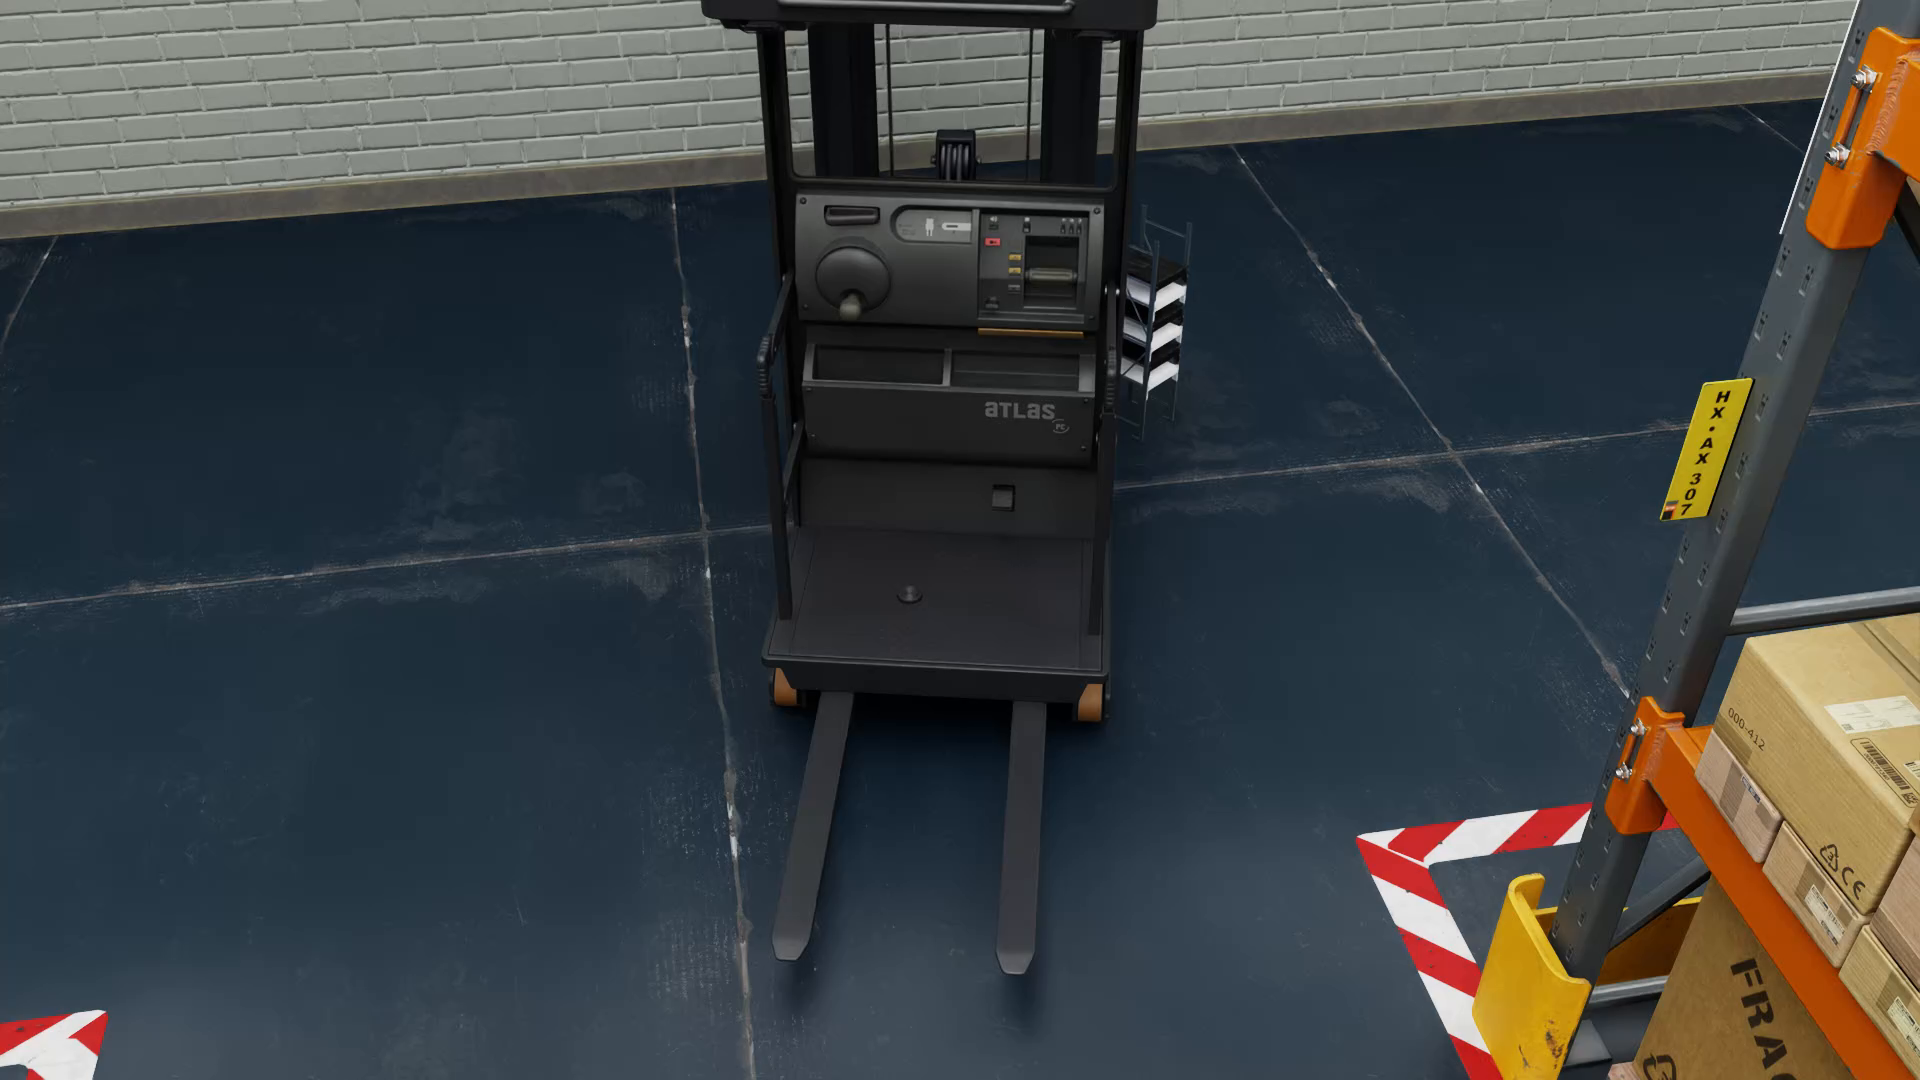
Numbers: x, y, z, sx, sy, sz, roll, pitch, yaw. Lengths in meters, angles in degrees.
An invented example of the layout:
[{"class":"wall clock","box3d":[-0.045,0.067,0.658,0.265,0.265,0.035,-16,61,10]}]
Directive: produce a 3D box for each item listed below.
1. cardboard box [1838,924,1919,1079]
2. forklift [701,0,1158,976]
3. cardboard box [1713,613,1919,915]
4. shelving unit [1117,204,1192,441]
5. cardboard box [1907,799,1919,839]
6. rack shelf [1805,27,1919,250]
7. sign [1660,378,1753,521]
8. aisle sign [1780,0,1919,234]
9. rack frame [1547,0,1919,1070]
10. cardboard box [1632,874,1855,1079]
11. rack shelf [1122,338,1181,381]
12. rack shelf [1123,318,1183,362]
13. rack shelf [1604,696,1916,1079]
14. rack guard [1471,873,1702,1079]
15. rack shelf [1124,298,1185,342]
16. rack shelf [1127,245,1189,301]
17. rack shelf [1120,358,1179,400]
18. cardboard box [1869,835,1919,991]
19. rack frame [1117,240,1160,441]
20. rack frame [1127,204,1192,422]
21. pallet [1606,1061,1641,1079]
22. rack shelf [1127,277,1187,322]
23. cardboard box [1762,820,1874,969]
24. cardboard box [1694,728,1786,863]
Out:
[{"class":"cardboard box","box3d":[1.836,0.802,2.977,0.380,0.149,0.250,-7,38,-9]},{"class":"forklift","box3d":[-0.047,-0.772,4.854,1.130,2.935,3.031,3,38,3]},{"class":"cardboard box","box3d":[1.825,0.405,3.164,0.500,0.250,0.500,-7,38,-9]},{"class":"shelving unit","box3d":[0.725,-0.853,6.614,0.258,0.900,0.210,30,47,33]},{"class":"cardboard box","box3d":[1.913,0.410,2.545,0.500,0.500,0.500,-7,38,-9]},{"class":"rack shelf","box3d":[2.358,0.451,1.365,1.077,0.370,4.000,-6,38,-8]},{"class":"sign","box3d":[1.459,-0.173,3.258,0.100,0.325,0.005,-6,38,-8]},{"class":"aisle sign","box3d":[1.699,-0.894,2.837,0.394,0.787,0.004,-6,38,-8]},{"class":"rack frame","box3d":[2.007,0.144,3.620,1.000,3.000,0.127,-6,38,-8]},{"class":"cardboard box","box3d":[2.198,1.195,3.656,0.875,0.875,0.875,-6,38,-8]},{"class":"rack shelf","box3d":[0.725,-0.755,6.689,0.258,0.077,0.200,30,47,33]},{"class":"rack shelf","box3d":[0.725,-0.827,6.634,0.258,0.077,0.200,30,47,33]},{"class":"rack shelf","box3d":[2.358,1.636,2.286,1.077,0.370,4.000,-6,38,-8]},{"class":"rack guard","box3d":[2.003,1.117,4.405,1.175,0.500,0.348,-6,38,-8]},{"class":"rack shelf","box3d":[0.726,-0.898,6.579,0.258,0.077,0.200,30,47,33]},{"class":"rack shelf","box3d":[0.726,-1.040,6.469,0.258,0.077,0.200,30,47,33]},{"class":"rack shelf","box3d":[0.725,-0.684,6.744,0.258,0.077,0.200,30,47,33]},{"class":"cardboard box","box3d":[1.923,0.718,2.761,0.500,0.250,0.500,-7,38,-9]},{"class":"rack frame","box3d":[0.656,-0.808,6.555,0.240,0.900,0.006,30,47,33]},{"class":"rack frame","box3d":[0.795,-0.898,6.673,0.240,0.900,0.006,30,47,33]},{"class":"pallet","box3d":[2.224,1.720,3.865,1.003,0.211,1.213,-6,38,-8]},{"class":"rack shelf","box3d":[0.726,-0.969,6.524,0.258,0.077,0.200,30,47,33]},{"class":"cardboard box","box3d":[1.791,0.648,3.176,0.380,0.149,0.250,-7,38,-9]},{"class":"cardboard box","box3d":[1.744,0.493,3.375,0.380,0.149,0.250,-6,38,-7]}]
